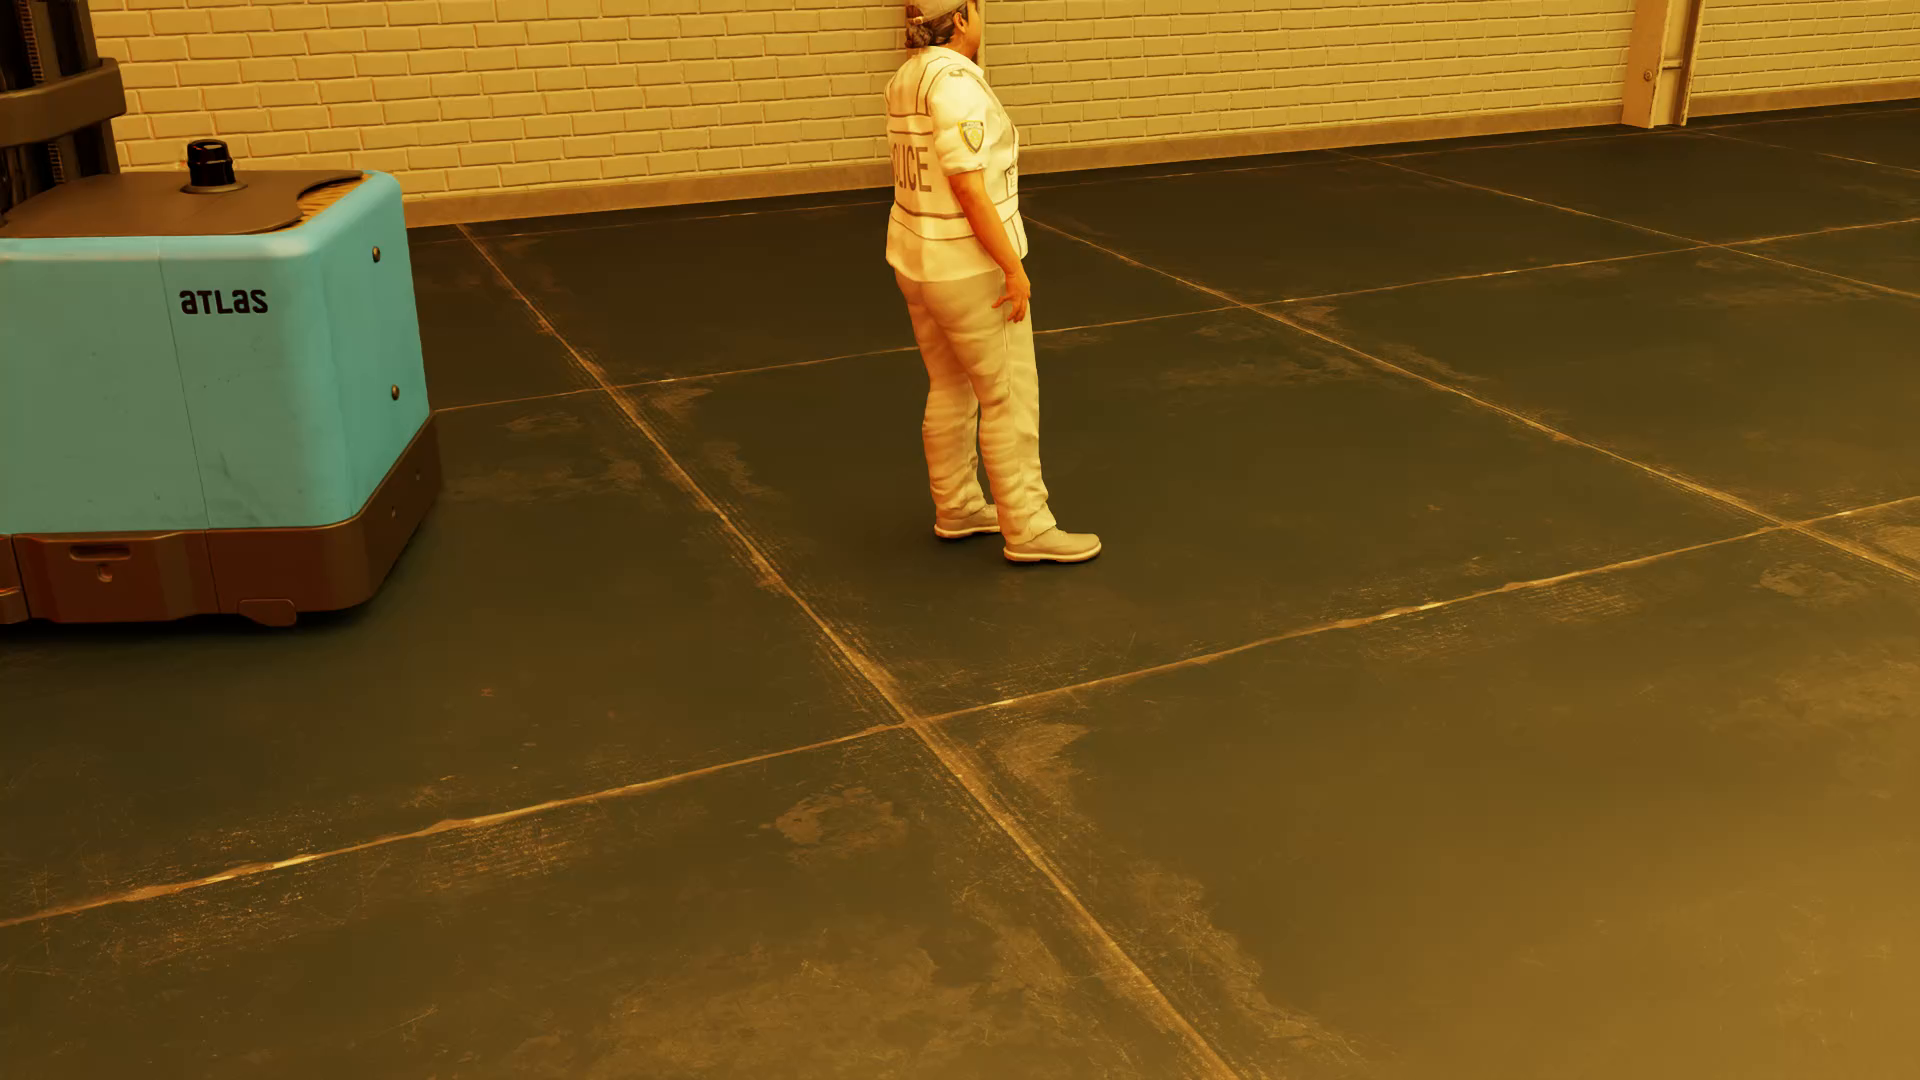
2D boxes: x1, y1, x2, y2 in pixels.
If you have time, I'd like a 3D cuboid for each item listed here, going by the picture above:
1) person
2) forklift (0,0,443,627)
[{"bbox_3d":[0.079,-0.780,4.795,0.529,1.670,0.598,-10,25,-23],"label":"person"},{"bbox_3d":[-3.144,-1.262,4.323,3.031,2.935,1.130,-1,23,-3],"label":"forklift"}]
